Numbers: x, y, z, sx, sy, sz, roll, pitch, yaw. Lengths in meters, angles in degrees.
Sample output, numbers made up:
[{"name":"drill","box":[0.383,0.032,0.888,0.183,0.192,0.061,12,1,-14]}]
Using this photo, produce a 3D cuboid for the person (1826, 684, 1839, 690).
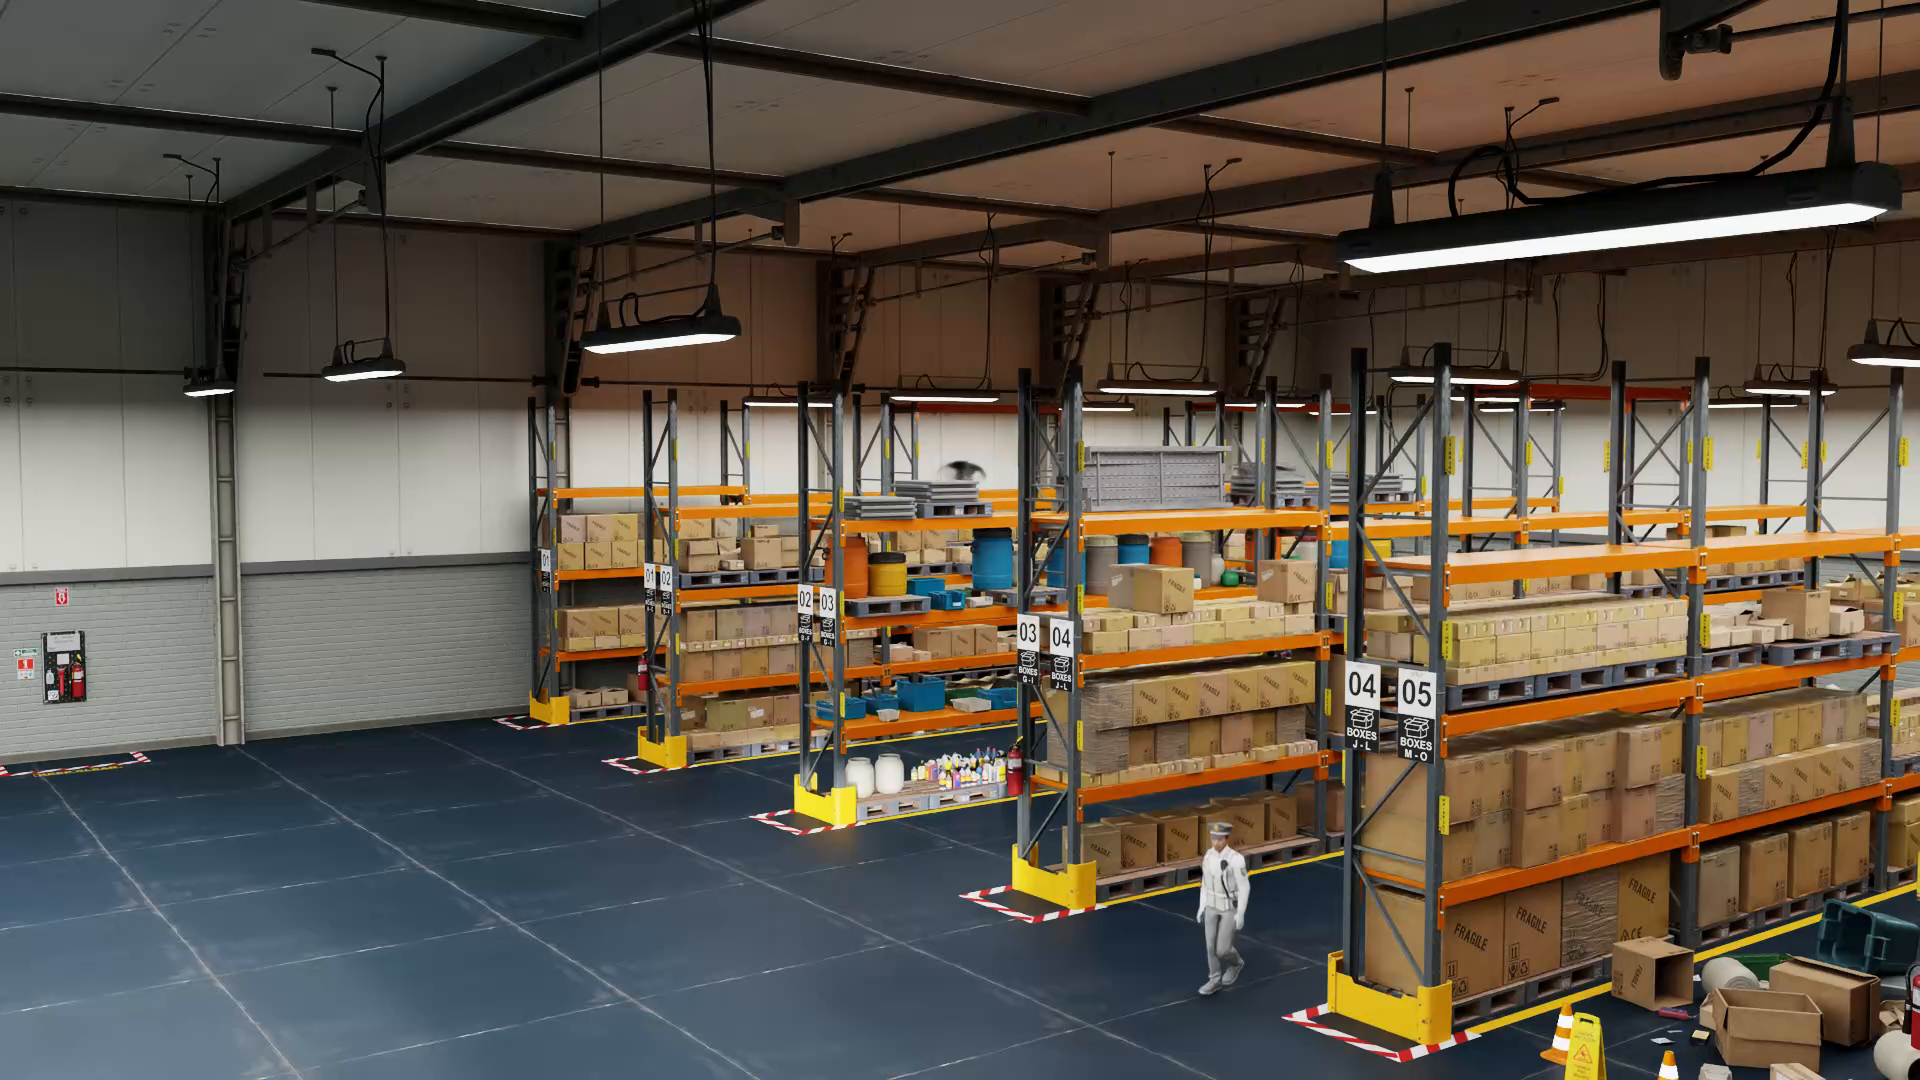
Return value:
[{"name":"person","box":[12.492,2.893,23.756,0.691,1.709,0.709,-1,4,-20]}]

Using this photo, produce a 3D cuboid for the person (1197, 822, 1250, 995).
[{"name":"person","box":[2.476,3.411,15.405,0.474,1.647,0.536,-3,5,-43]}]
